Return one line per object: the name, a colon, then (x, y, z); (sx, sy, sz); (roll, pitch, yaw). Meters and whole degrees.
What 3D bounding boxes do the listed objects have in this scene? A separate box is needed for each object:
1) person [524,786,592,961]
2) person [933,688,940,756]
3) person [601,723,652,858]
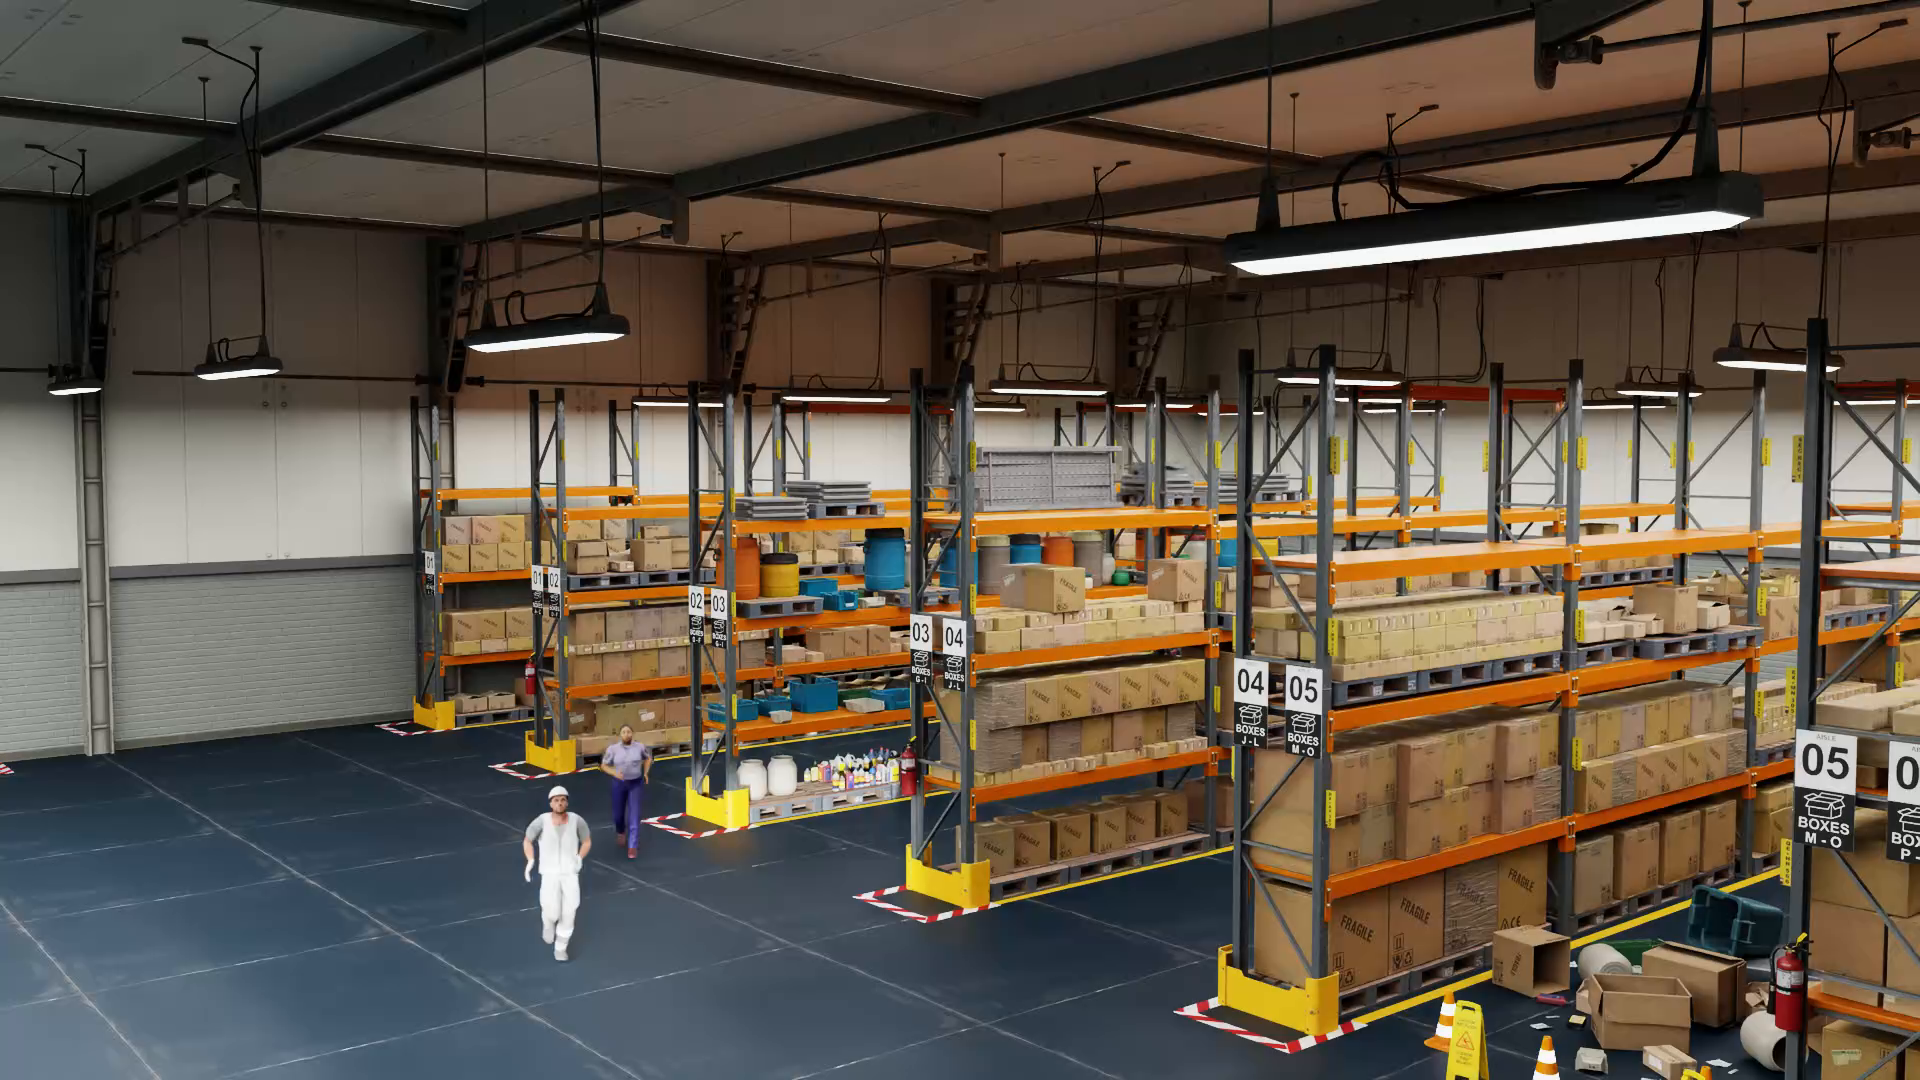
person: (-3.998, 3.320, 16.589); (0.661, 1.735, 0.594); (-1, 4, -19)
person: (-0.053, 2.682, 27.672); (0.709, 1.764, 0.824); (3, 5, 42)
person: (-4.186, 3.113, 20.898); (0.627, 1.636, 0.782); (-1, 3, -12)
